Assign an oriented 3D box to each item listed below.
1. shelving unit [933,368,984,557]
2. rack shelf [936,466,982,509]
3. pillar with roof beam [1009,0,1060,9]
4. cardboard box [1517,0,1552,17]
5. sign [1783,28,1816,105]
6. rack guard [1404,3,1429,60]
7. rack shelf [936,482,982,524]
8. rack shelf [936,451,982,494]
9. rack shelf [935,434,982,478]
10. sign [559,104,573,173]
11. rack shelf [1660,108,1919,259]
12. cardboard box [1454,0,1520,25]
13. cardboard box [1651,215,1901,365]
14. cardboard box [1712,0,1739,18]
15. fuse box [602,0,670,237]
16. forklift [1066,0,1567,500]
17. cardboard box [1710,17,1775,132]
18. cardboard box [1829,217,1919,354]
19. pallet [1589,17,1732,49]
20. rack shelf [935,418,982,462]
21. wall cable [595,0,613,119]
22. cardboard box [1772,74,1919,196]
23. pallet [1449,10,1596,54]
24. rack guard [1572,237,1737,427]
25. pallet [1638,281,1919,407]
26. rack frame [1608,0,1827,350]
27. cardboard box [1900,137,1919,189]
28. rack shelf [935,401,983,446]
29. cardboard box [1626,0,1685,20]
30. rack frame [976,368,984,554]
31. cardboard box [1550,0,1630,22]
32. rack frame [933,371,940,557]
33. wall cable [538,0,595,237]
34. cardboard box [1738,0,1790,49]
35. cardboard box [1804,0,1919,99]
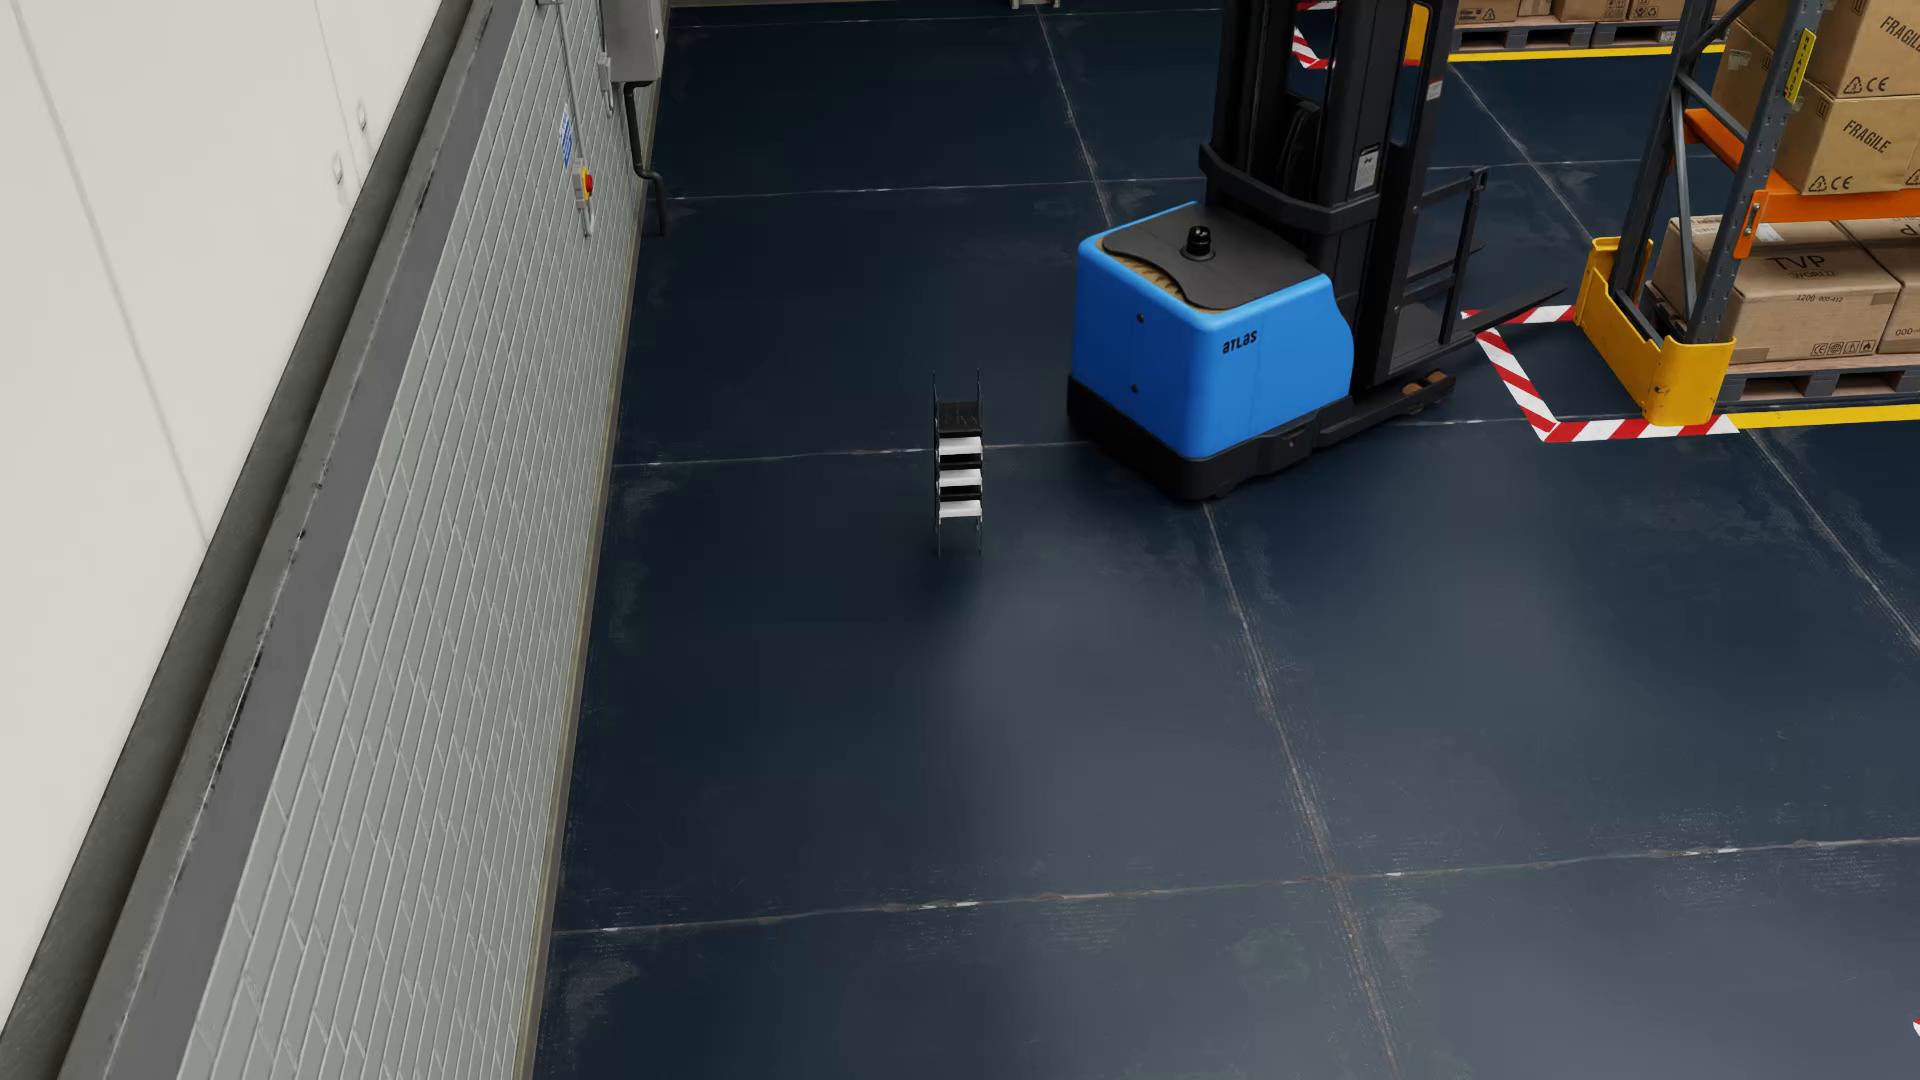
[{"bbox_3d":[-0.008,-0.353,7.793,0.210,0.900,0.258,-3,38,-4],"label":"shelving unit"},{"bbox_3d":[-0.008,-0.256,7.869,0.200,0.077,0.258,-3,38,-4],"label":"rack shelf"},{"bbox_3d":[0.988,-5.317,7.546,0.400,9.000,9.100,-3,38,-4],"label":"pillar with roof beam"},{"bbox_3d":[4.416,-4.230,12.974,0.250,0.149,0.380,-5,39,-6],"label":"cardboard box"},{"bbox_3d":[3.858,-2.176,7.645,0.005,0.325,0.100,-3,38,-4],"label":"sign"},{"bbox_3d":[3.447,-4.232,13.033,0.348,0.500,1.175,-3,38,-4],"label":"rack guard"},{"bbox_3d":[-0.008,-0.185,7.925,0.200,0.077,0.258,-3,38,-4],"label":"rack shelf"},{"bbox_3d":[-0.008,-0.327,7.813,0.200,0.077,0.258,-3,38,-4],"label":"rack shelf"},{"bbox_3d":[-0.008,-0.397,7.758,0.200,0.077,0.258,-3,38,-4],"label":"rack shelf"},{"bbox_3d":[-1.856,-1.896,7.836,0.001,0.218,0.327,-3,38,-4],"label":"sign"},{"bbox_3d":[5.807,-1.975,8.734,4.000,0.370,1.077,-3,38,-4],"label":"rack shelf"},{"bbox_3d":[3.989,-4.370,12.865,0.637,0.503,0.797,-5,39,-6],"label":"cardboard box"},{"bbox_3d":[4.464,-1.404,9.160,0.875,0.438,0.875,-4,38,-6],"label":"cardboard box"},{"bbox_3d":[5.878,-4.448,12.967,0.500,0.500,0.700,-5,38,-6],"label":"cardboard box"},{"bbox_3d":[-1.840,-2.622,10.013,0.414,1.711,0.539,-3,38,-4],"label":"fuse box"},{"bbox_3d":[2.064,-2.069,8.328,3.031,2.935,1.130,-23,44,-27],"label":"forklift"},{"bbox_3d":[4.272,-2.376,8.581,0.500,0.500,0.500,-3,38,-4],"label":"cardboard box"},{"bbox_3d":[5.375,-1.460,9.230,0.875,0.438,0.875,-2,38,-3],"label":"cardboard box"},{"bbox_3d":[5.454,-4.228,13.261,1.213,0.211,1.003,-3,38,-4],"label":"pallet"},{"bbox_3d":[-0.008,-0.468,7.702,0.200,0.077,0.258,-3,38,-4],"label":"rack shelf"},{"bbox_3d":[-1.937,-3.097,8.755,0.122,1.984,0.588,-3,38,-4],"label":"wall cable"},{"bbox_3d":[4.319,-2.036,8.150,0.500,0.500,0.500,-3,38,-4],"label":"cardboard box"},{"bbox_3d":[4.242,-4.163,13.178,1.213,0.211,1.003,-3,38,-4],"label":"pallet"},{"bbox_3d":[3.791,-1.165,9.144,0.348,0.500,1.175,-3,38,-4],"label":"rack guard"},{"bbox_3d":[4.605,-1.145,9.352,1.213,0.211,1.003,-3,38,-4],"label":"pallet"},{"bbox_3d":[3.815,-2.147,8.372,0.127,3.000,1.000,-3,38,-4],"label":"rack frame"},{"bbox_3d":[4.820,-2.081,8.207,0.500,0.500,0.500,-4,38,-5],"label":"cardboard box"},{"bbox_3d":[-0.008,-0.539,7.646,0.200,0.077,0.258,-3,38,-4],"label":"rack shelf"},{"bbox_3d":[5.380,-4.358,12.853,0.500,0.500,0.500,-2,38,-3],"label":"cardboard box"},{"bbox_3d":[0.093,-0.358,7.800,0.006,0.900,0.240,-3,38,-4],"label":"rack frame"},{"bbox_3d":[4.844,-4.391,12.895,0.500,0.500,0.700,-2,38,-2],"label":"cardboard box"},{"bbox_3d":[-0.109,-0.347,7.786,0.006,0.900,0.240,-3,38,-4],"label":"rack frame"},{"bbox_3d":[-1.799,-2.235,7.637,0.123,1.953,0.585,-3,38,-4],"label":"wall cable"},{"bbox_3d":[4.274,-2.752,8.251,0.500,0.500,0.500,-2,38,-2],"label":"cardboard box"},{"bbox_3d":[4.318,-2.430,7.842,0.500,0.500,0.500,-4,38,-5],"label":"cardboard box"}]
